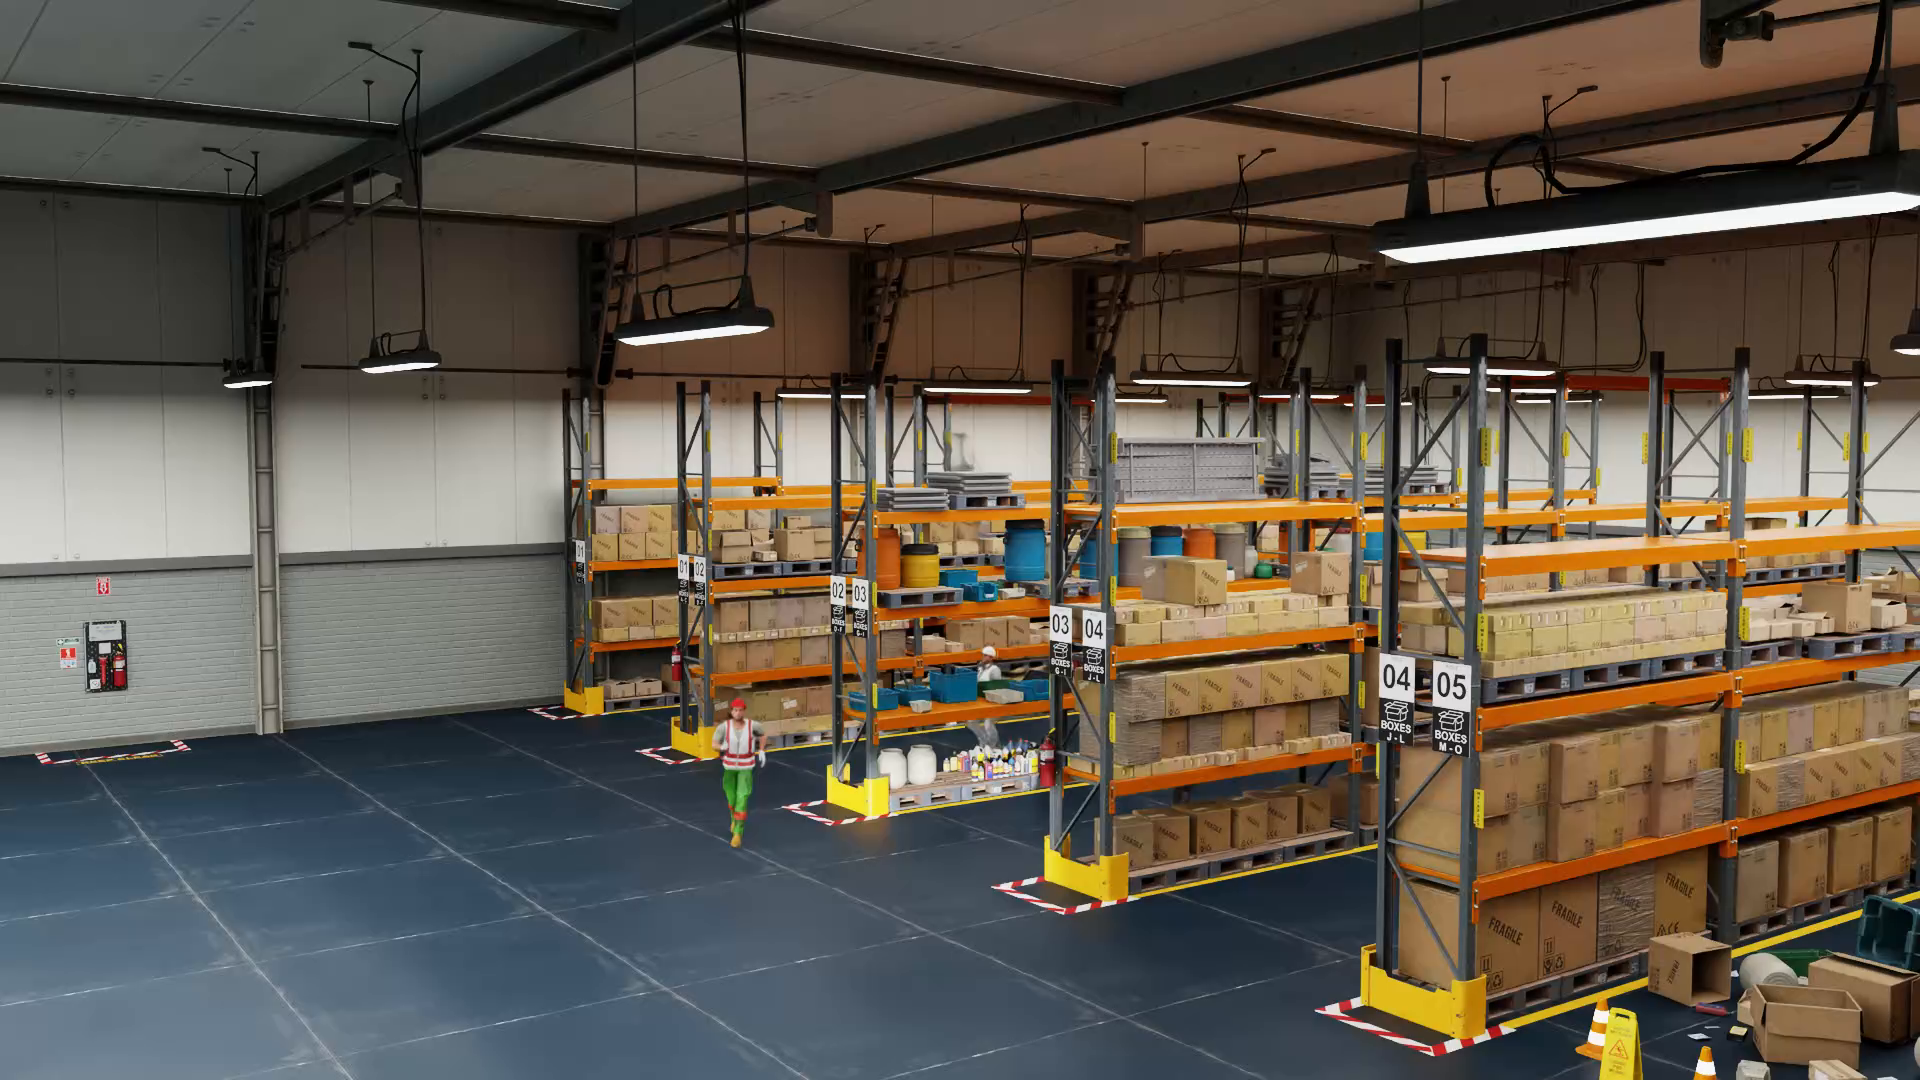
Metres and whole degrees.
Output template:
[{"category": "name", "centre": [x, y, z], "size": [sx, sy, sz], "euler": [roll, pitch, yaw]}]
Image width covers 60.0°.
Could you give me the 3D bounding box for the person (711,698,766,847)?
[{"category": "person", "centre": [-2.804, 2.884, 21.013], "size": [0.656, 1.786, 0.975], "euler": [0, 4, 2]}]

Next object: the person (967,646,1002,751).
[{"category": "person", "centre": [0.385, 2.571, 26.627], "size": [0.651, 1.736, 0.639], "euler": [-4, 5, -45]}]

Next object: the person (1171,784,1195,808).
[{"category": "person", "centre": [3.009, 2.904, 22.552], "size": [0.590, 1.617, 0.790], "euler": [3, 5, 43]}]
